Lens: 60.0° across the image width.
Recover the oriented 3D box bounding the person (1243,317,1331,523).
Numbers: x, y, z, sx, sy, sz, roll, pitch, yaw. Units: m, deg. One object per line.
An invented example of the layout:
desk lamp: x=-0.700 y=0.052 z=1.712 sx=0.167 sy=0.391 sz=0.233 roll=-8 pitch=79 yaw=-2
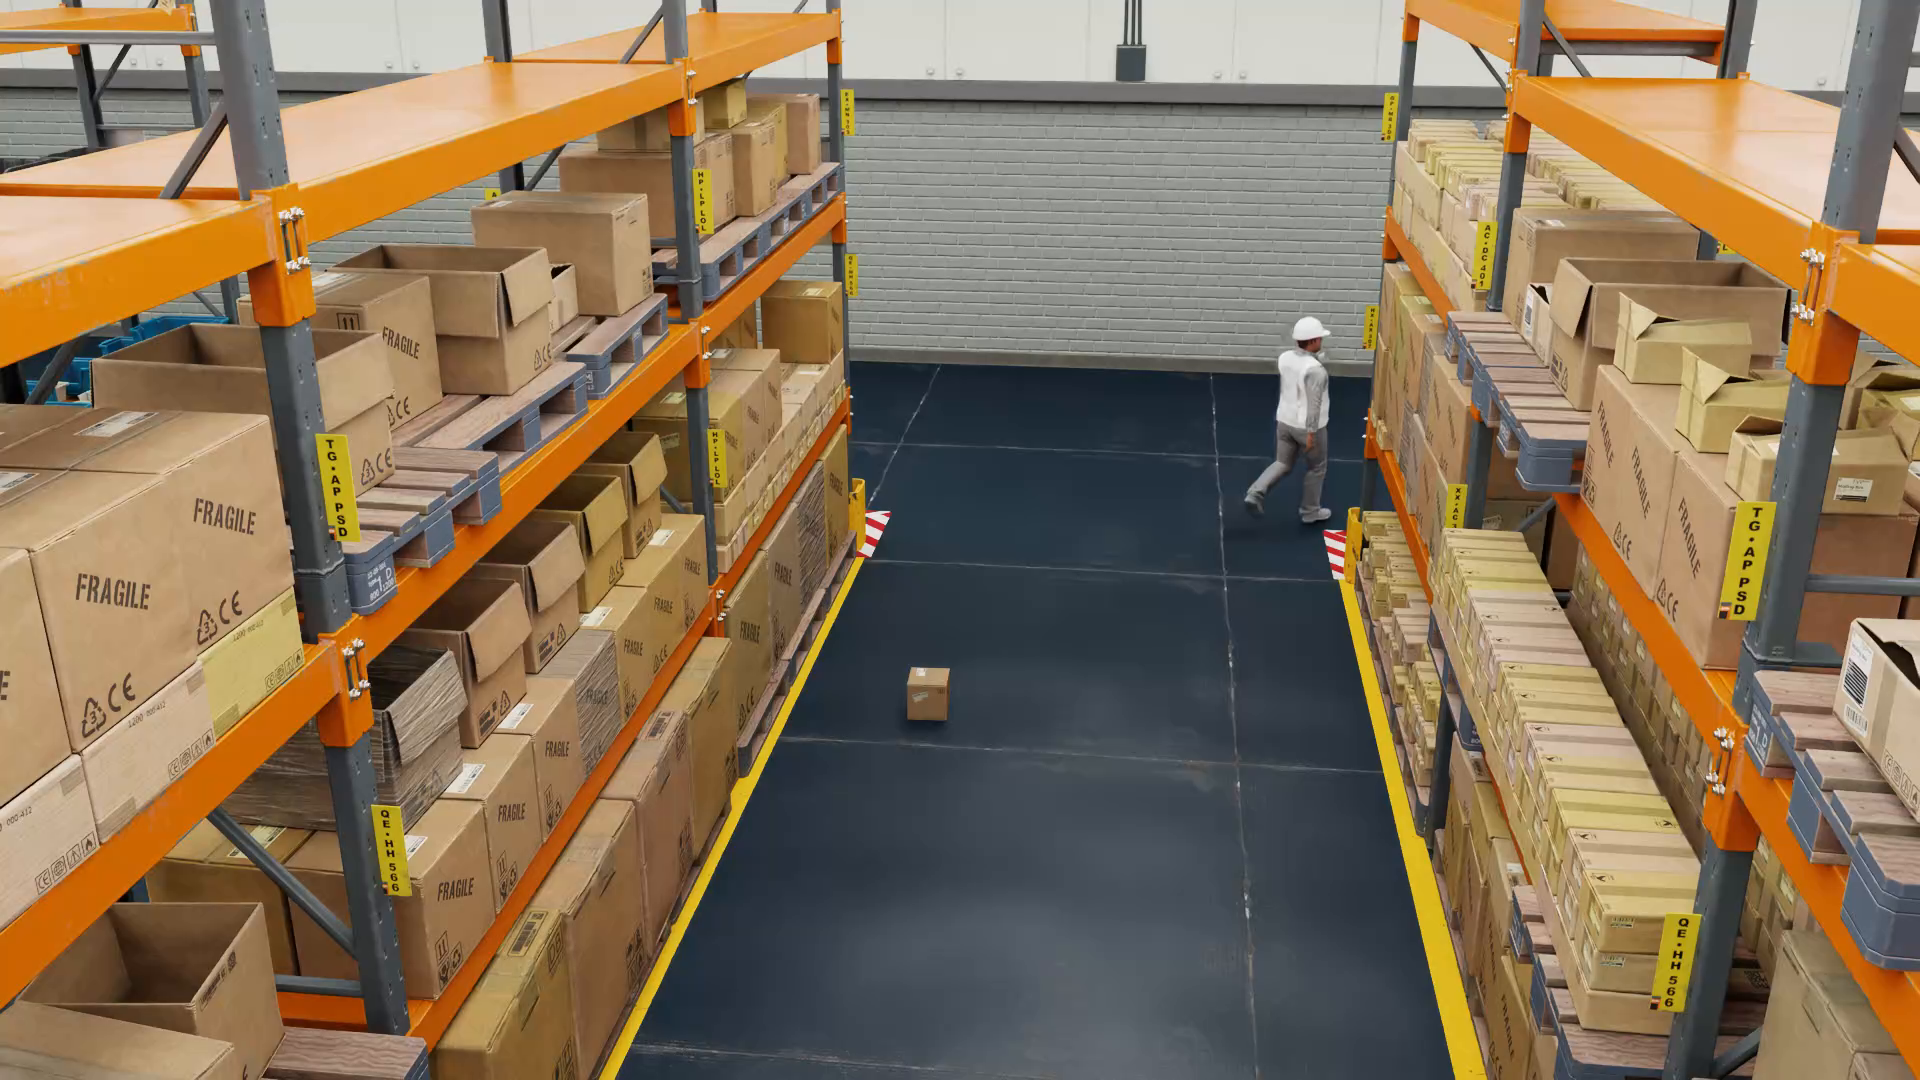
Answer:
person: x=2.737 y=-0.951 z=13.491 sx=0.836 sy=1.751 sz=0.553 roll=-13 pitch=25 yaw=-30
